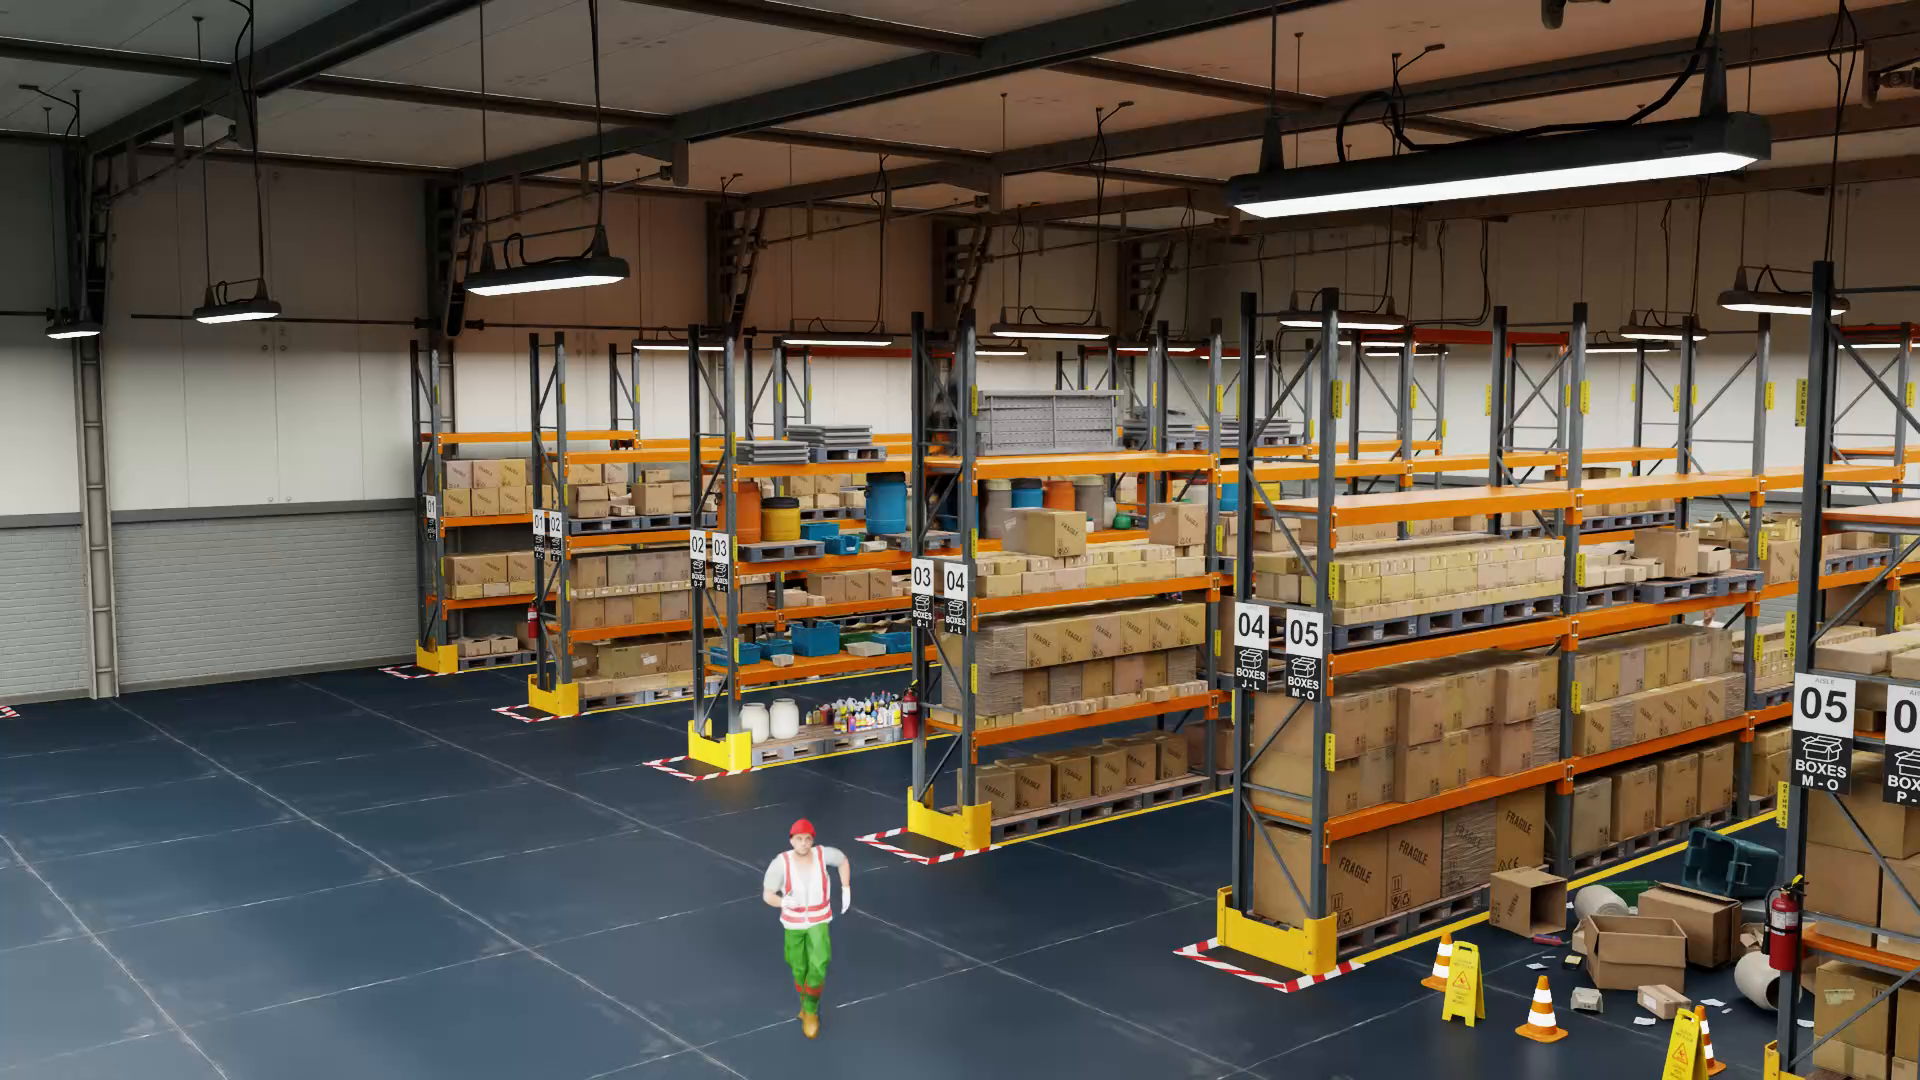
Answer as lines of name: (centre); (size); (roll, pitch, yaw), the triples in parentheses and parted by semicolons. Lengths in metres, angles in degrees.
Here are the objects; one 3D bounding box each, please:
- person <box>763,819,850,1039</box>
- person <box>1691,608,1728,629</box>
person: (-1.208, 3.054, 13.186); (0.695, 1.760, 0.818); (-1, 5, -7)
person: (11.717, 1.884, 26.130); (0.712, 1.729, 0.746); (5, 7, 43)
